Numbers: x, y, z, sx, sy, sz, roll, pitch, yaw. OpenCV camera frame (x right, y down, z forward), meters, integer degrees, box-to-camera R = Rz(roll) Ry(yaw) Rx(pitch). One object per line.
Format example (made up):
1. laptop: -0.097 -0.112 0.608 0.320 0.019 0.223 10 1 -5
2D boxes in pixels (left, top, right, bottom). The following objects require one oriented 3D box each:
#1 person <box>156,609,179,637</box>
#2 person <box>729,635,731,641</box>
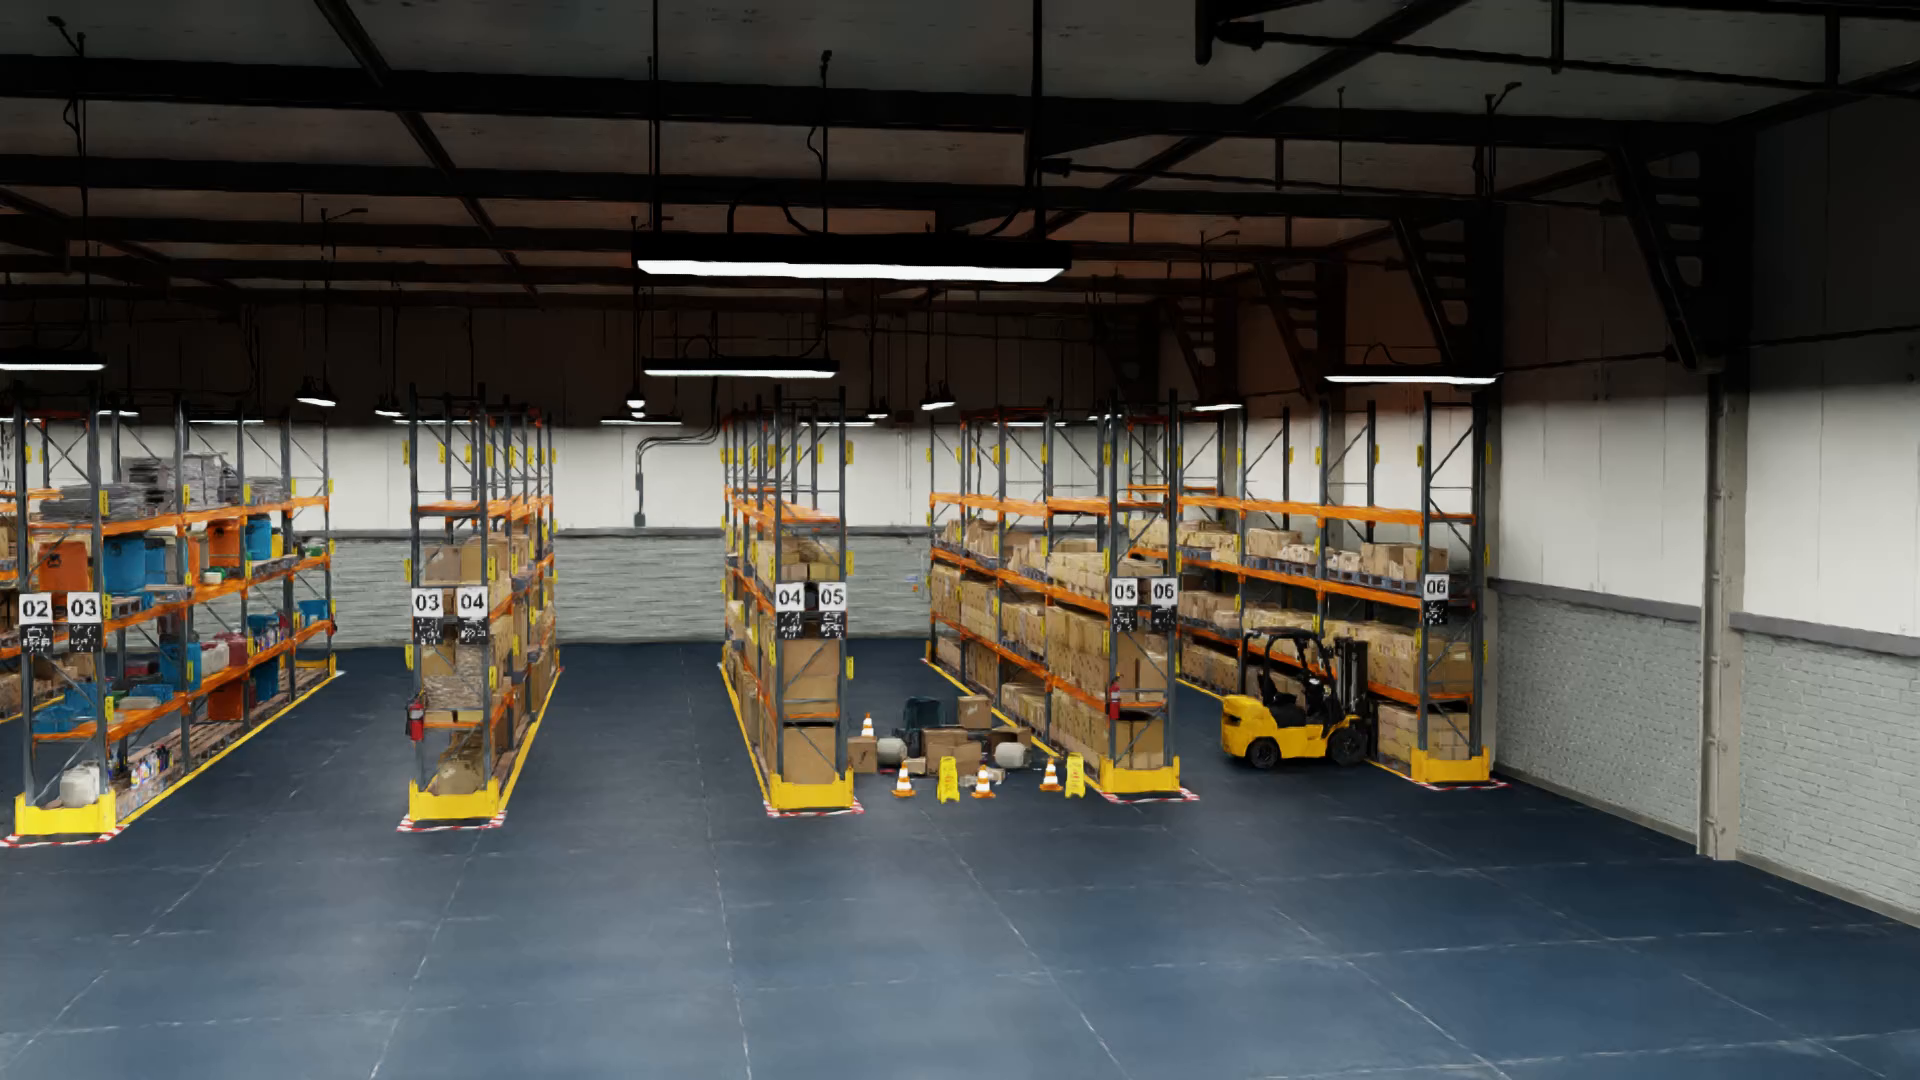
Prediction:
1. person: -18.739 2.137 39.428 0.598 1.698 1.192 0 3 -9
2. person: -5.520 2.040 41.090 0.598 1.772 0.577 1 3 25
